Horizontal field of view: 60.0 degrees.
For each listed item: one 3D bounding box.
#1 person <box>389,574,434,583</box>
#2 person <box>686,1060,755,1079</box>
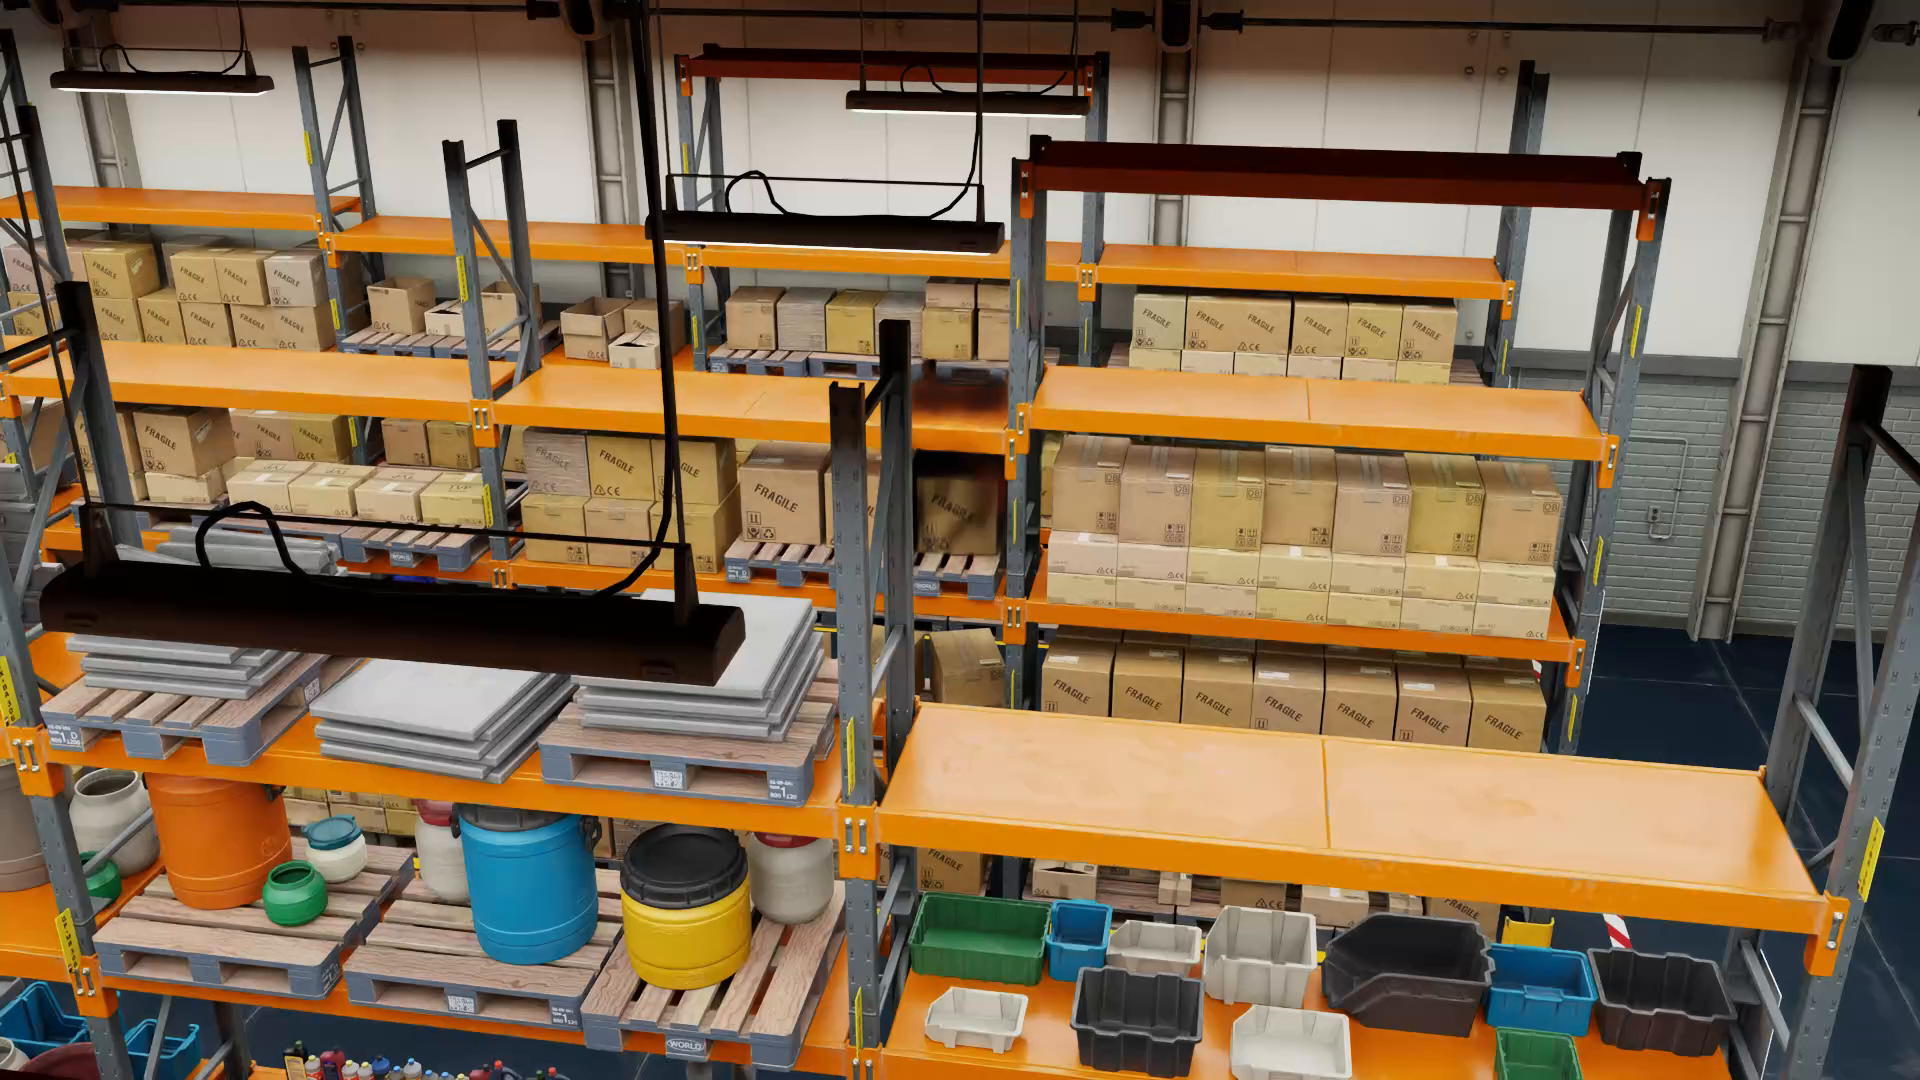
[{"bbox_3d":[-5.397,0.738,16.509,0.469,1.652,0.321,6,24,13],"label":"person"},{"bbox_3d":[-1.575,3.049,10.654,0.593,1.759,0.483,-6,24,-13],"label":"person"}]
